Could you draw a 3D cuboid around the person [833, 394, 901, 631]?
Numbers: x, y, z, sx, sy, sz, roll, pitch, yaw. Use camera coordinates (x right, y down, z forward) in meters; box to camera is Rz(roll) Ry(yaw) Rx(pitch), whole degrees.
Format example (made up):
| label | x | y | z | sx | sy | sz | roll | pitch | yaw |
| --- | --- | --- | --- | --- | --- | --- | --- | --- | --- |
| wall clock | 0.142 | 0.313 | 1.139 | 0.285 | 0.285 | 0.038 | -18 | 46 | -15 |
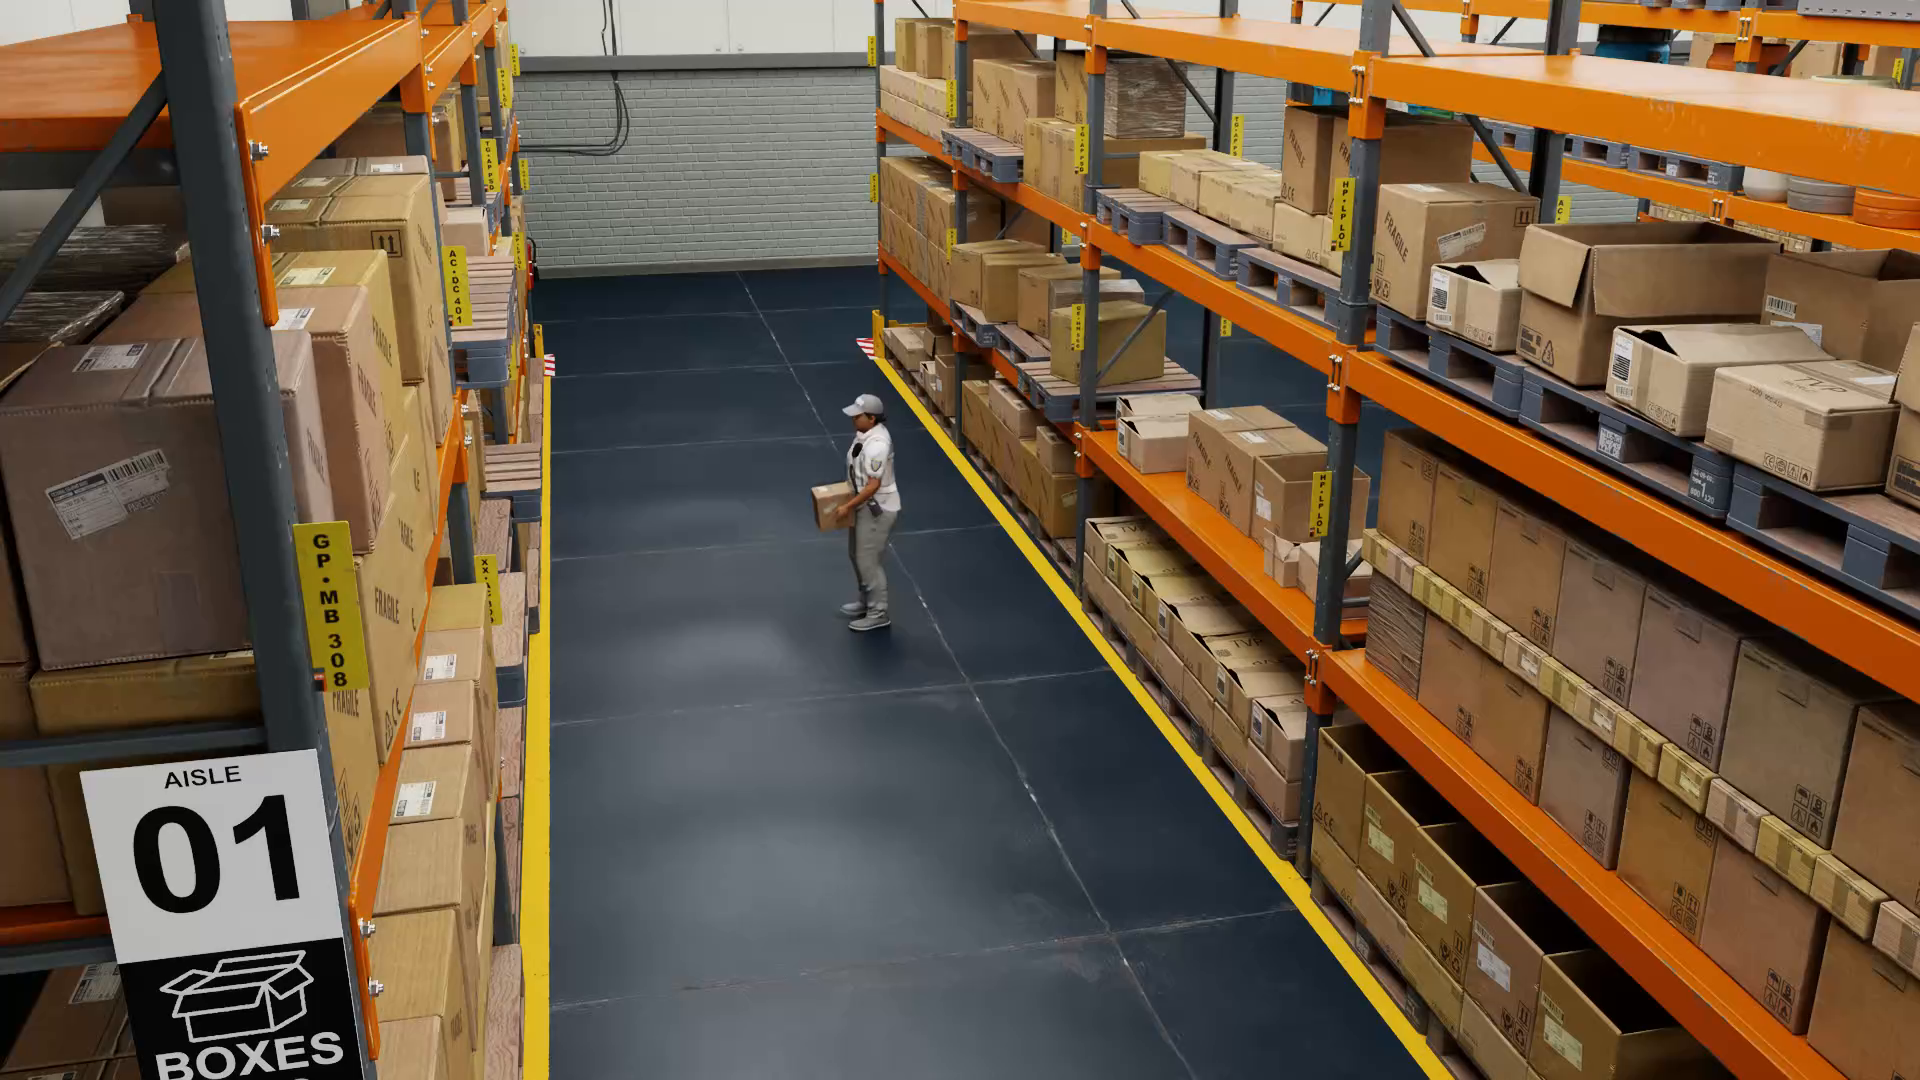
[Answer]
| label | x | y | z | sx | sy | sz | roll | pitch | yaw |
| --- | --- | --- | --- | --- | --- | --- | --- | --- | --- |
| person | -0.670 | -0.208 | 11.635 | 0.490 | 1.671 | 0.493 | -5 | 20 | -13 |
